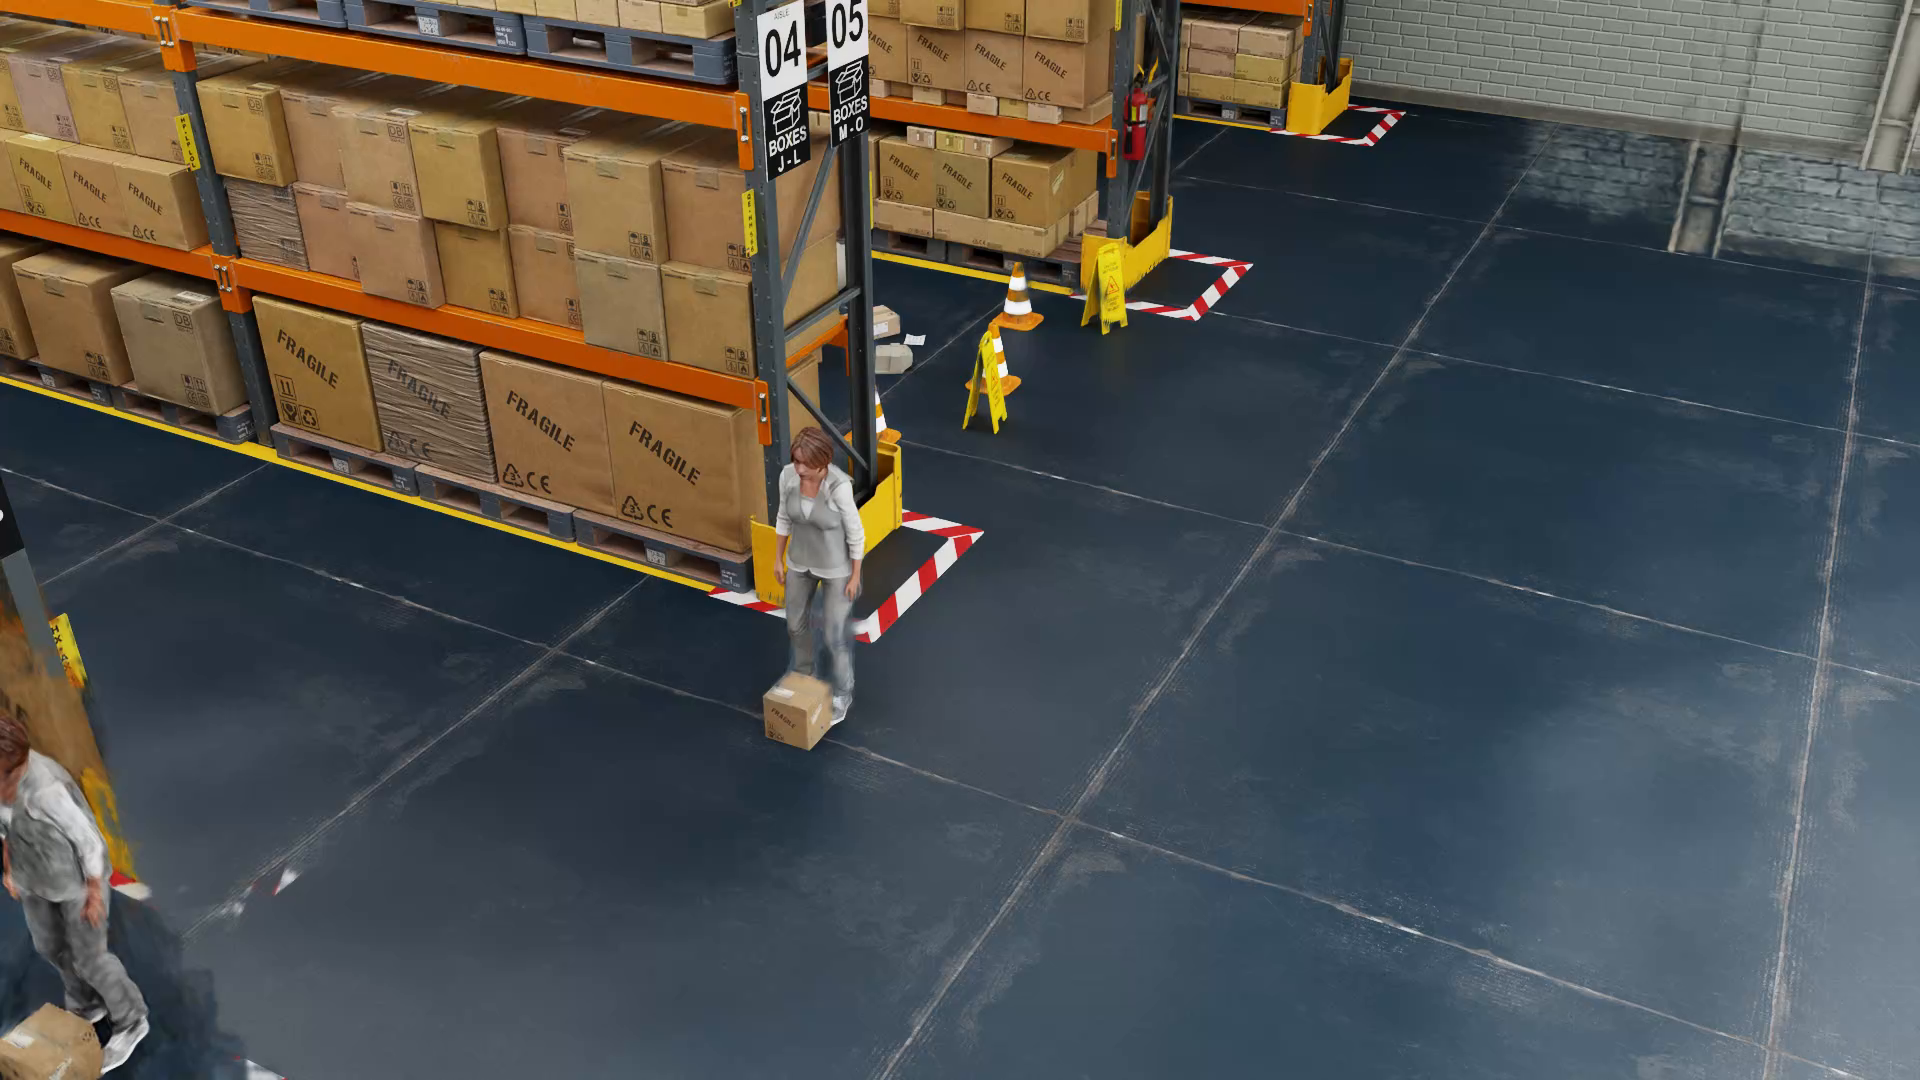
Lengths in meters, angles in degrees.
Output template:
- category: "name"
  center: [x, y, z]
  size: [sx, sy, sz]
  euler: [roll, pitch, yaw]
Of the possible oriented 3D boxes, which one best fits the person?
- category: "person"
  center: [-0.686, 0.148, 8.039]
  size: [0.485, 1.593, 0.344]
  euler: [13, 33, 20]
